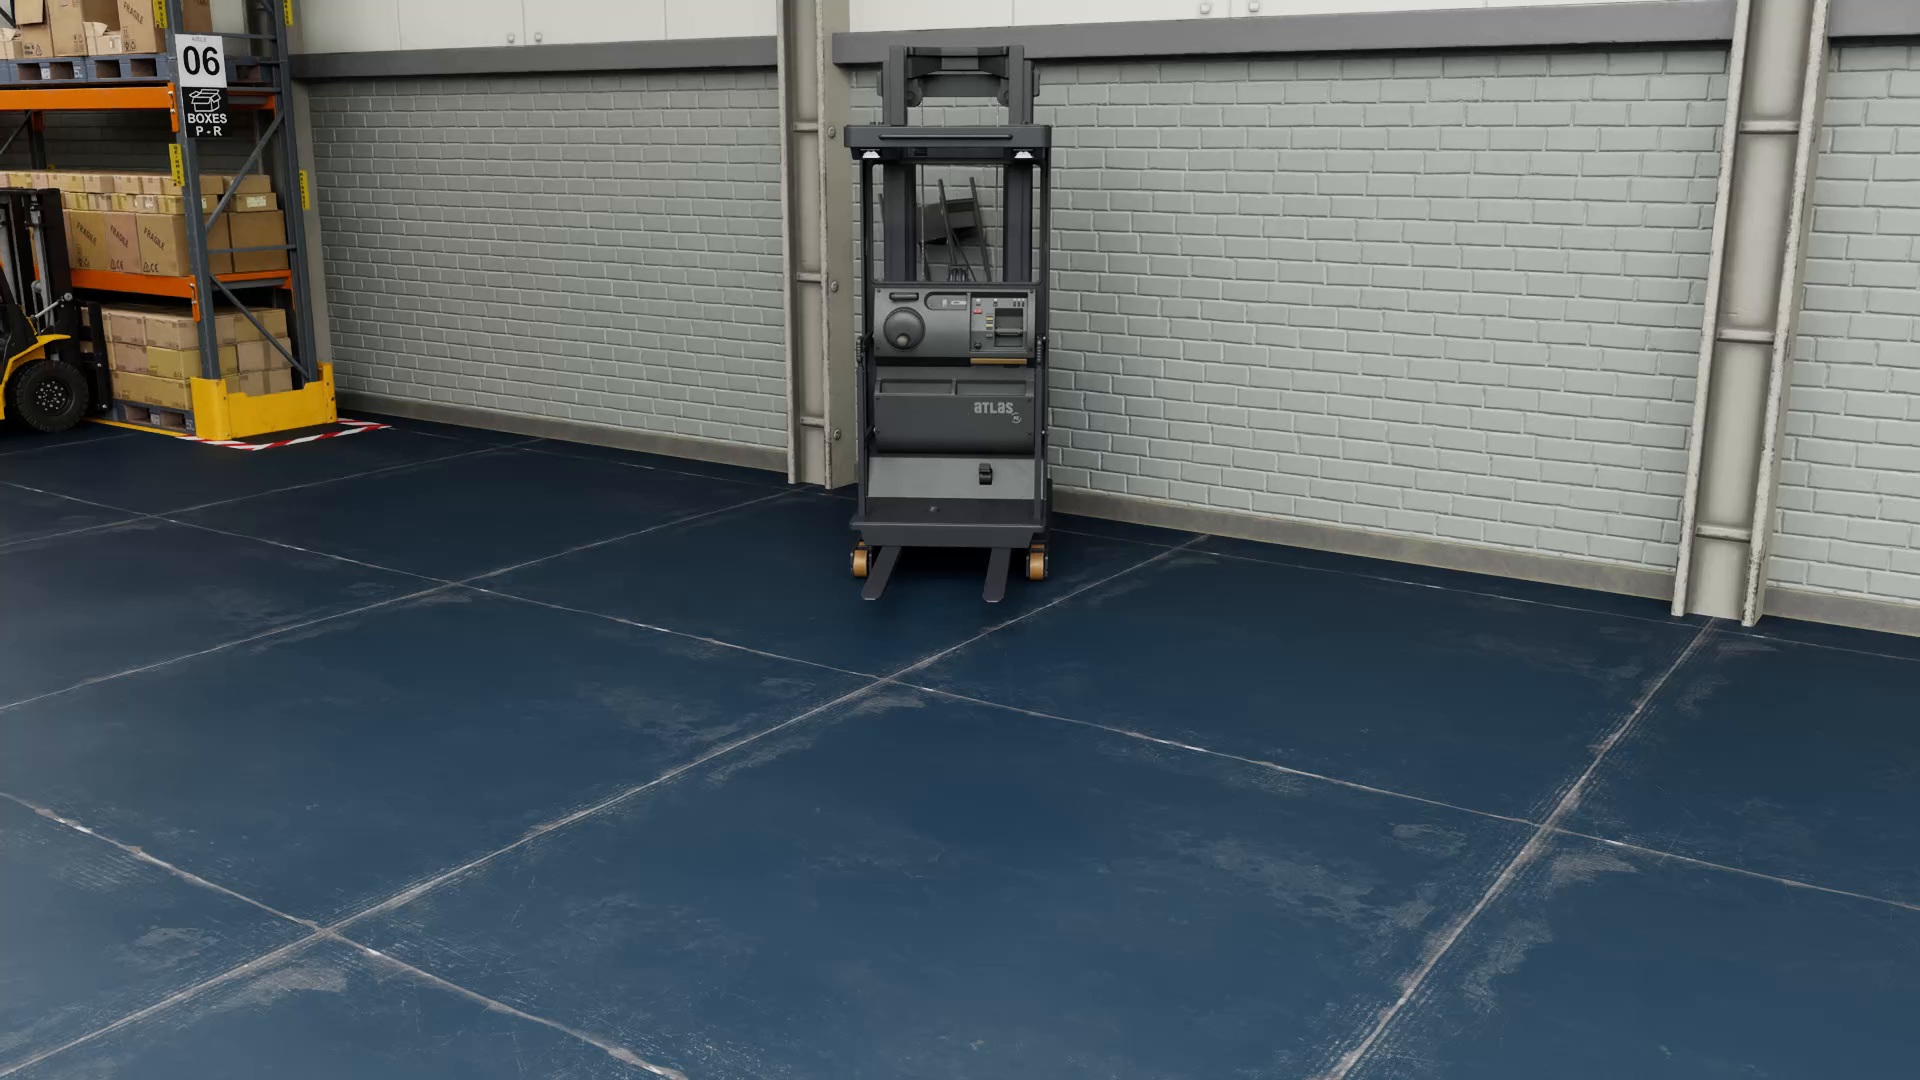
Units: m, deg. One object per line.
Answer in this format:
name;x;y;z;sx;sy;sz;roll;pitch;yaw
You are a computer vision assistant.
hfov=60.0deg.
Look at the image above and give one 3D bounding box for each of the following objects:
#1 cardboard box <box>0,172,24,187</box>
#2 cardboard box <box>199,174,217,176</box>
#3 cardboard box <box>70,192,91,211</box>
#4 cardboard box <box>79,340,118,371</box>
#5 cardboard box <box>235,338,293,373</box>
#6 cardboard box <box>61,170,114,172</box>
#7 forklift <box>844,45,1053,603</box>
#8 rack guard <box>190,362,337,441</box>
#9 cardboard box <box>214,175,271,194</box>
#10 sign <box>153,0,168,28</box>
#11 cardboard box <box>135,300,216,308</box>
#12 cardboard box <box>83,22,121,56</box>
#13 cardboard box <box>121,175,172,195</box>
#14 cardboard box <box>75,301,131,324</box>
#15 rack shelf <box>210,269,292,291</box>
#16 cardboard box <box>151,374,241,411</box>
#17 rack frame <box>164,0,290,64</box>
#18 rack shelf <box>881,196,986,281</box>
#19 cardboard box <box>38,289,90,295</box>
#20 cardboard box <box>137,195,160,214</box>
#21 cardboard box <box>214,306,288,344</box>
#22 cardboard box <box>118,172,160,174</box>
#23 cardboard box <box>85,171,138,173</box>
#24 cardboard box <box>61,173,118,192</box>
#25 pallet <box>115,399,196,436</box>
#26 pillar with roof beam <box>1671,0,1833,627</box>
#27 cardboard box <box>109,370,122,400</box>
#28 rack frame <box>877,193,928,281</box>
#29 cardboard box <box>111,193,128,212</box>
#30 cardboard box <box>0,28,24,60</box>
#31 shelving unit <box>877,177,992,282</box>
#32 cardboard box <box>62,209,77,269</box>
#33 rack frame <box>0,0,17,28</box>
cardboard box;-8.476;-3.242;15.001;0.250;0.149;0.380;10;17;34
cardboard box;-6.481;-3.074;14.322;0.250;0.149;0.380;10;17;34
cardboard box;-7.419;-2.925;14.341;0.250;0.149;0.380;9;17;33
cardboard box;-7.325;-1.653;14.568;0.500;0.250;0.500;9;16;32
cardboard box;-6.171;-1.621;14.435;0.500;0.250;0.500;10;17;34
cardboard box;-8.127;-3.370;15.518;0.250;0.149;0.380;9;16;32
forklift;-0.042;-1.272;9.361;1.130;2.935;3.031;1;14;4
rack guard;-5.876;-1.188;14.080;0.348;0.500;1.175;9;17;33
cardboard box;-6.056;-3.000;14.021;0.250;0.149;0.380;9;16;32
sign;-6.211;-4.145;12.906;0.005;0.325;0.100;9;17;33
cardboard box;-7.015;-1.996;14.913;0.500;0.250;0.500;9;17;32
cardboard box;-6.964;-4.132;13.728;0.258;0.266;0.396;9;17;33
cardboard box;-6.765;-2.975;13.920;0.250;0.149;0.380;10;17;34
cardboard box;-7.720;-1.961;14.769;0.500;0.250;0.500;9;16;32
rack shelf;-7.556;-2.418;14.940;3.809;0.124;0.919;9;17;33
cardboard box;-6.463;-1.273;14.073;0.500;0.250;0.500;9;17;33
rack frame;-5.896;-5.316;13.072;0.127;3.000;1.000;9;17;33
rack shelf;-0.161;-1.964;10.913;0.480;0.518;0.431;-4;10;35
cardboard box;-8.699;-2.268;16.009;0.500;0.250;0.500;10;17;34
cardboard box;-6.569;-2.787;13.780;0.250;0.149;0.380;9;17;34
cardboard box;-6.190;-1.861;14.366;0.500;0.250;0.500;9;16;32
cardboard box;-7.323;-3.213;14.882;0.250;0.149;0.380;9;17;33
cardboard box;-7.737;-3.288;15.185;0.250;0.149;0.380;9;16;32
cardboard box;-7.587;-3.123;14.518;0.250;0.149;0.380;9;17;34
pallet;-6.554;-1.145;14.509;1.213;0.211;1.003;9;17;33
pillar with roof beam;1.584;-3.122;4.207;0.400;9.000;9.100;9;17;33
cardboard box;-7.280;-1.411;14.628;0.500;0.250;0.500;9;17;33
rack frame;-0.239;-1.279;11.150;0.015;2.100;0.400;-4;10;35
cardboard box;-6.950;-2.869;14.113;0.250;0.149;0.380;9;17;32
cardboard box;-8.153;-4.324;14.505;0.258;0.266;0.396;9;16;31
shelving unit;-0.040;-1.295;11.008;0.503;2.100;0.431;-4;10;35
cardboard box;-7.725;-2.672;14.666;0.500;0.500;0.500;9;17;33
rack frame;-9.215;-5.853;15.239;0.127;3.000;1.000;9;17;33
